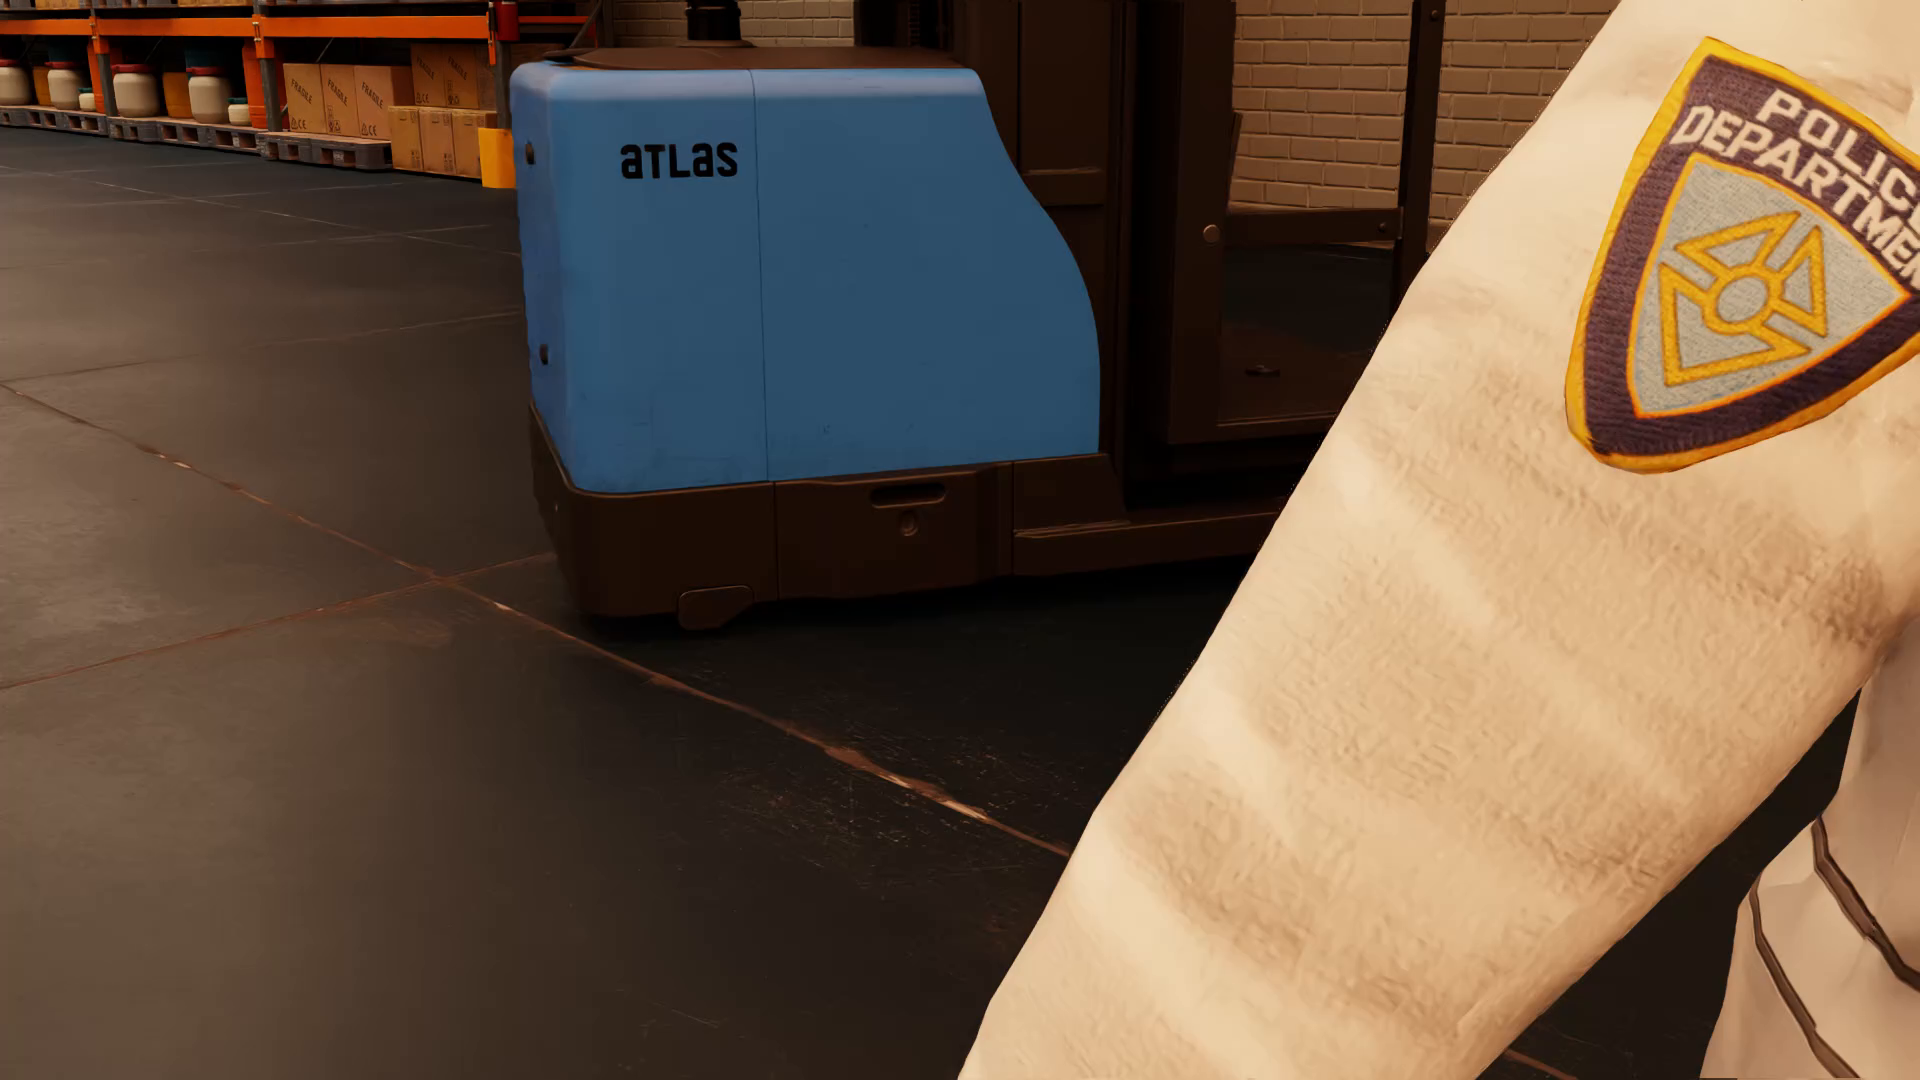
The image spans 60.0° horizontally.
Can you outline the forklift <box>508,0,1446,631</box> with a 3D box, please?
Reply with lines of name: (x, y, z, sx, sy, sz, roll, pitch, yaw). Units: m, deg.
forklift: (0.547, -1.467, 3.678, 3.031, 2.935, 1.130, -6, 18, -18)
